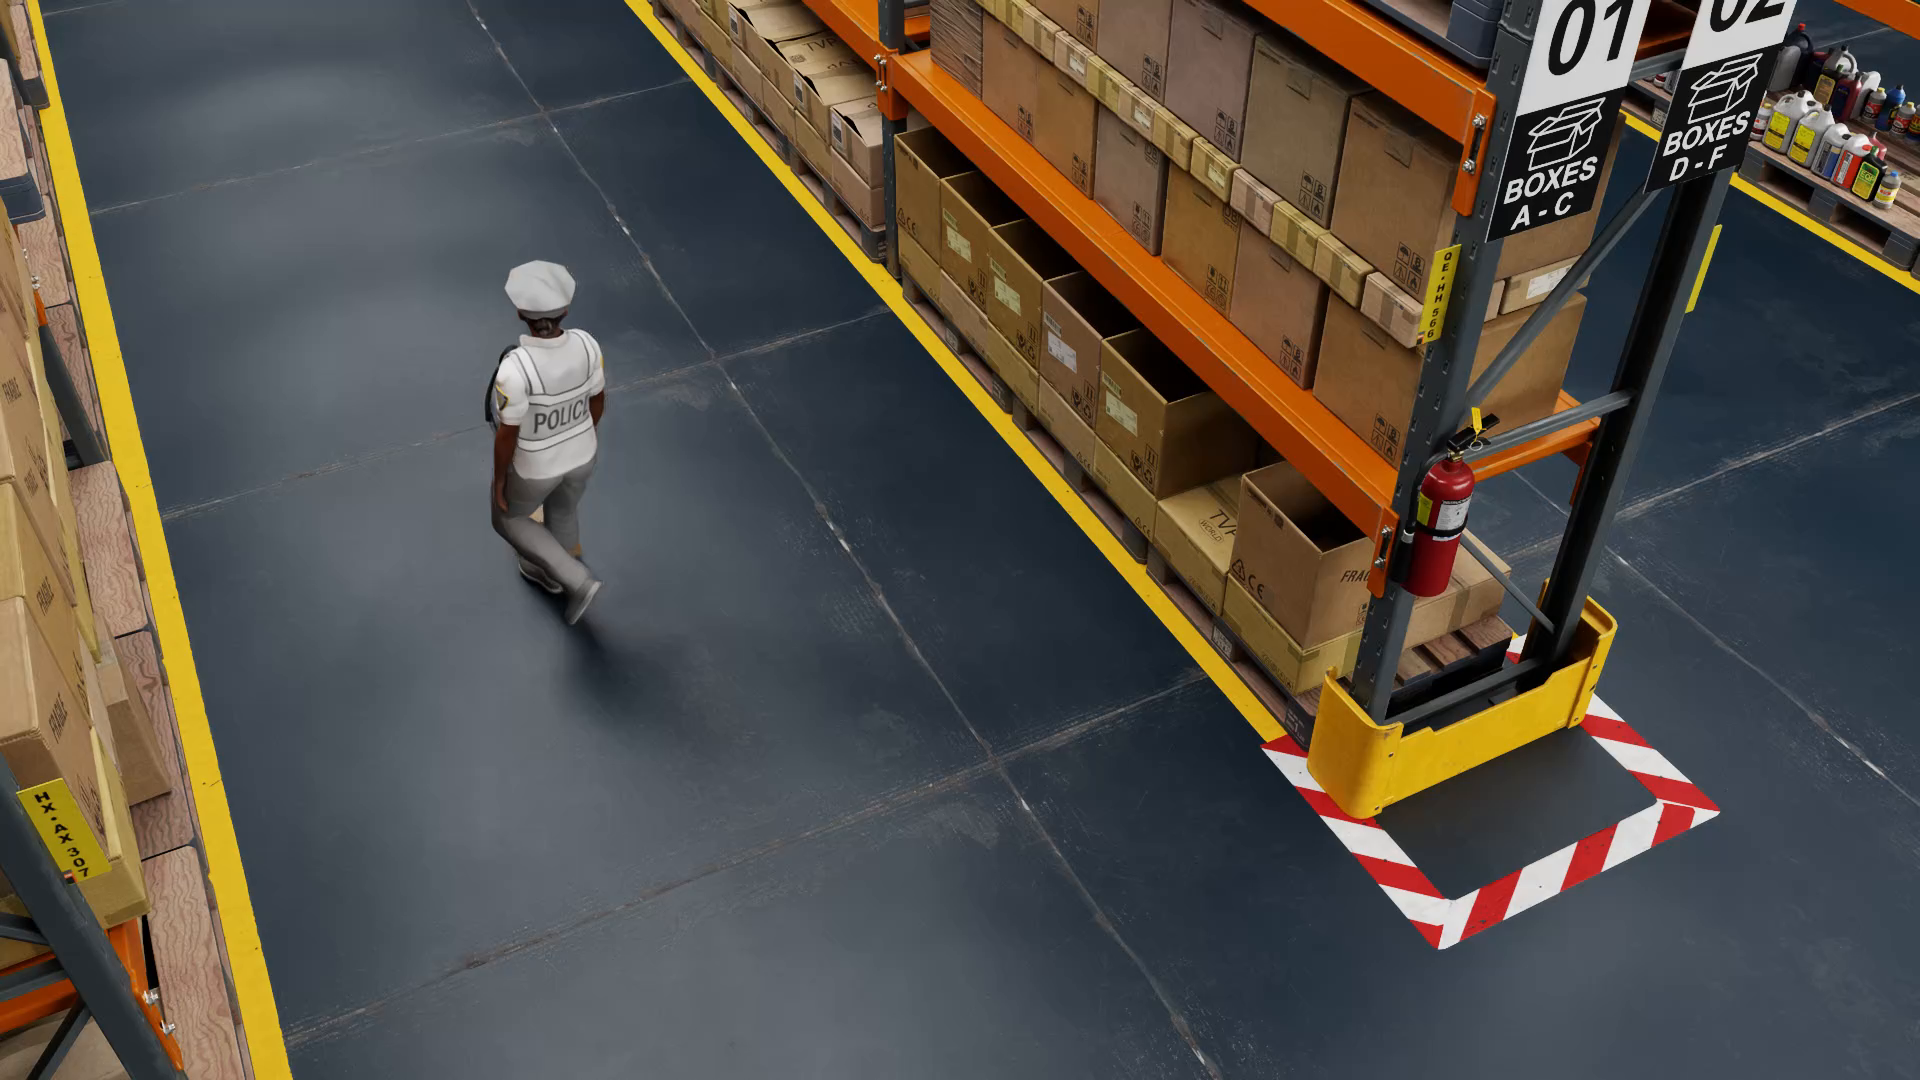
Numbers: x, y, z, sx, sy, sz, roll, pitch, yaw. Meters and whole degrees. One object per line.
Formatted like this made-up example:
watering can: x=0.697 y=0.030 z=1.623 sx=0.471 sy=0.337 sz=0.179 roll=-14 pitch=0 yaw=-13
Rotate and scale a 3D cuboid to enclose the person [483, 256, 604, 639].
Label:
person: x=-1.649 y=-0.359 z=6.542 sx=0.546 sy=1.674 sz=0.554 roll=-28 pitch=48 yaw=-28
